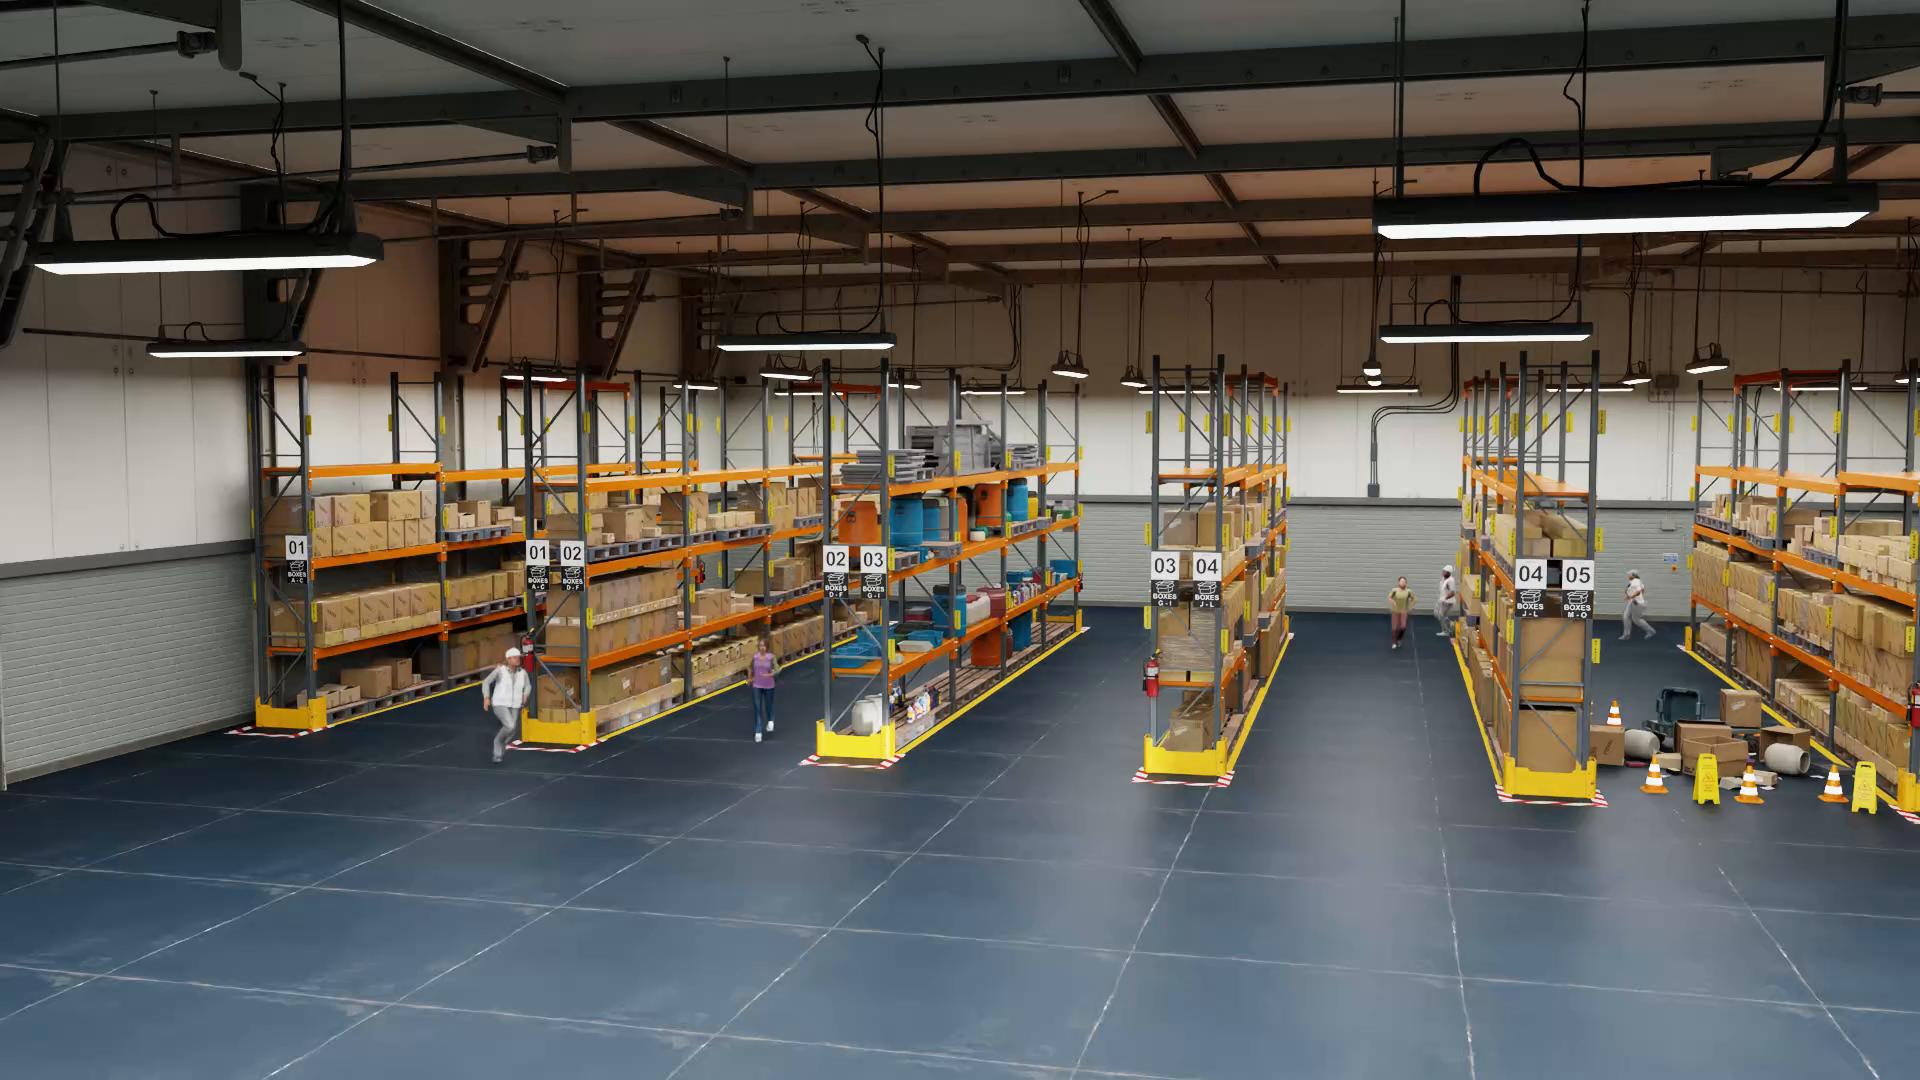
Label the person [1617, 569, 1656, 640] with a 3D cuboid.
[{"bbox_3d":[15.680,1.514,38.478,0.835,1.667,0.603,1,4,18],"label":"person"}]

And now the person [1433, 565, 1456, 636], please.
[{"bbox_3d":[11.498,1.443,39.242,0.561,1.714,0.739,0,4,-5],"label":"person"}]

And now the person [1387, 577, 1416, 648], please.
[{"bbox_3d":[9.872,1.628,37.213,0.617,1.621,0.554,1,4,15],"label":"person"}]

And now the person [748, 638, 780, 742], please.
[{"bbox_3d":[-3.137,2.358,26.512,0.549,1.589,0.885,0,4,3],"label":"person"}]

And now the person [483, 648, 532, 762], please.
[{"bbox_3d":[-6.695,2.455,24.760,0.691,1.700,0.612,-4,5,-42],"label":"person"}]
